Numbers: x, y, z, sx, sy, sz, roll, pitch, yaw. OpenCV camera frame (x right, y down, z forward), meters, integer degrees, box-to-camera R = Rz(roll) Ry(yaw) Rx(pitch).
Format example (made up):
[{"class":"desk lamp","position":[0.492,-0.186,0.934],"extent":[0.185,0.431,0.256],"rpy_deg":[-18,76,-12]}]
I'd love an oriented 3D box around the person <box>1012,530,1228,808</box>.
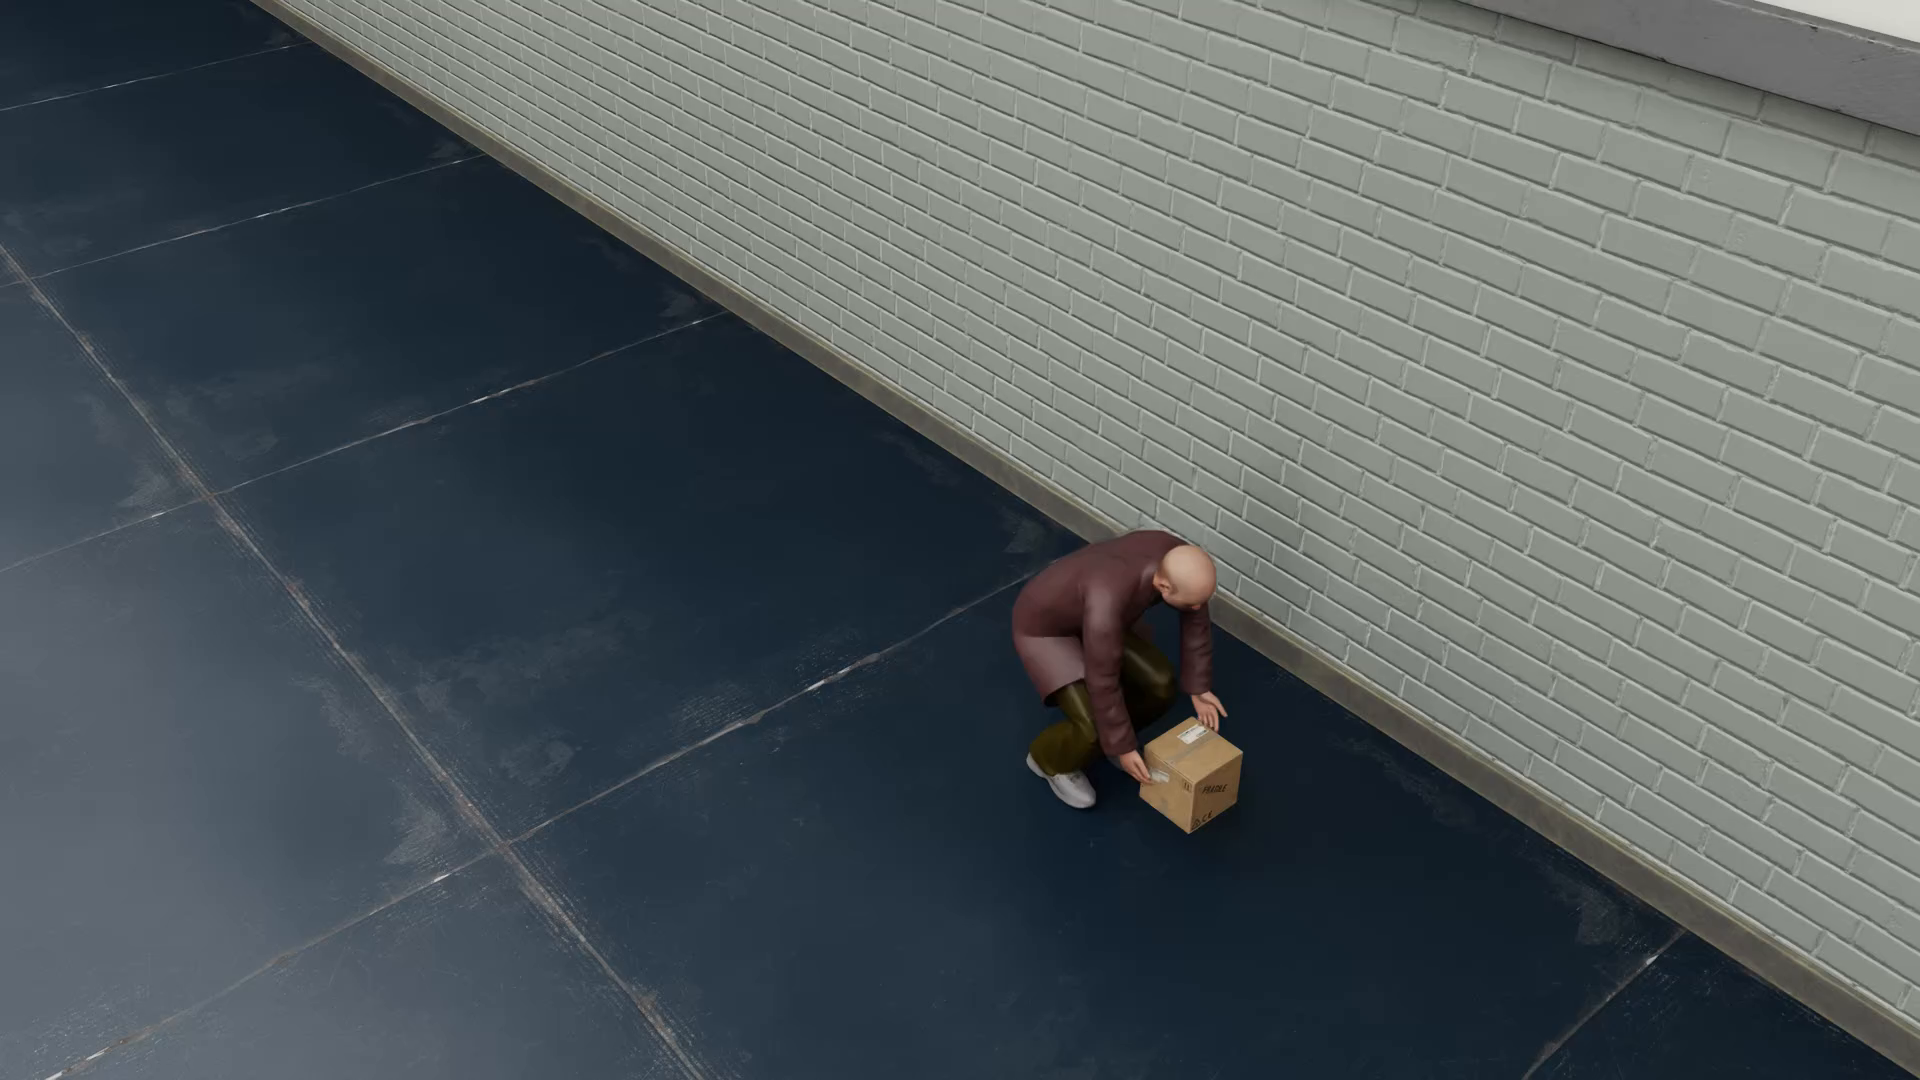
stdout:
[{"class":"person","position":[0.558,0.407,6.069],"extent":[0.630,1.222,0.808],"rpy_deg":[-26,43,-32]}]
